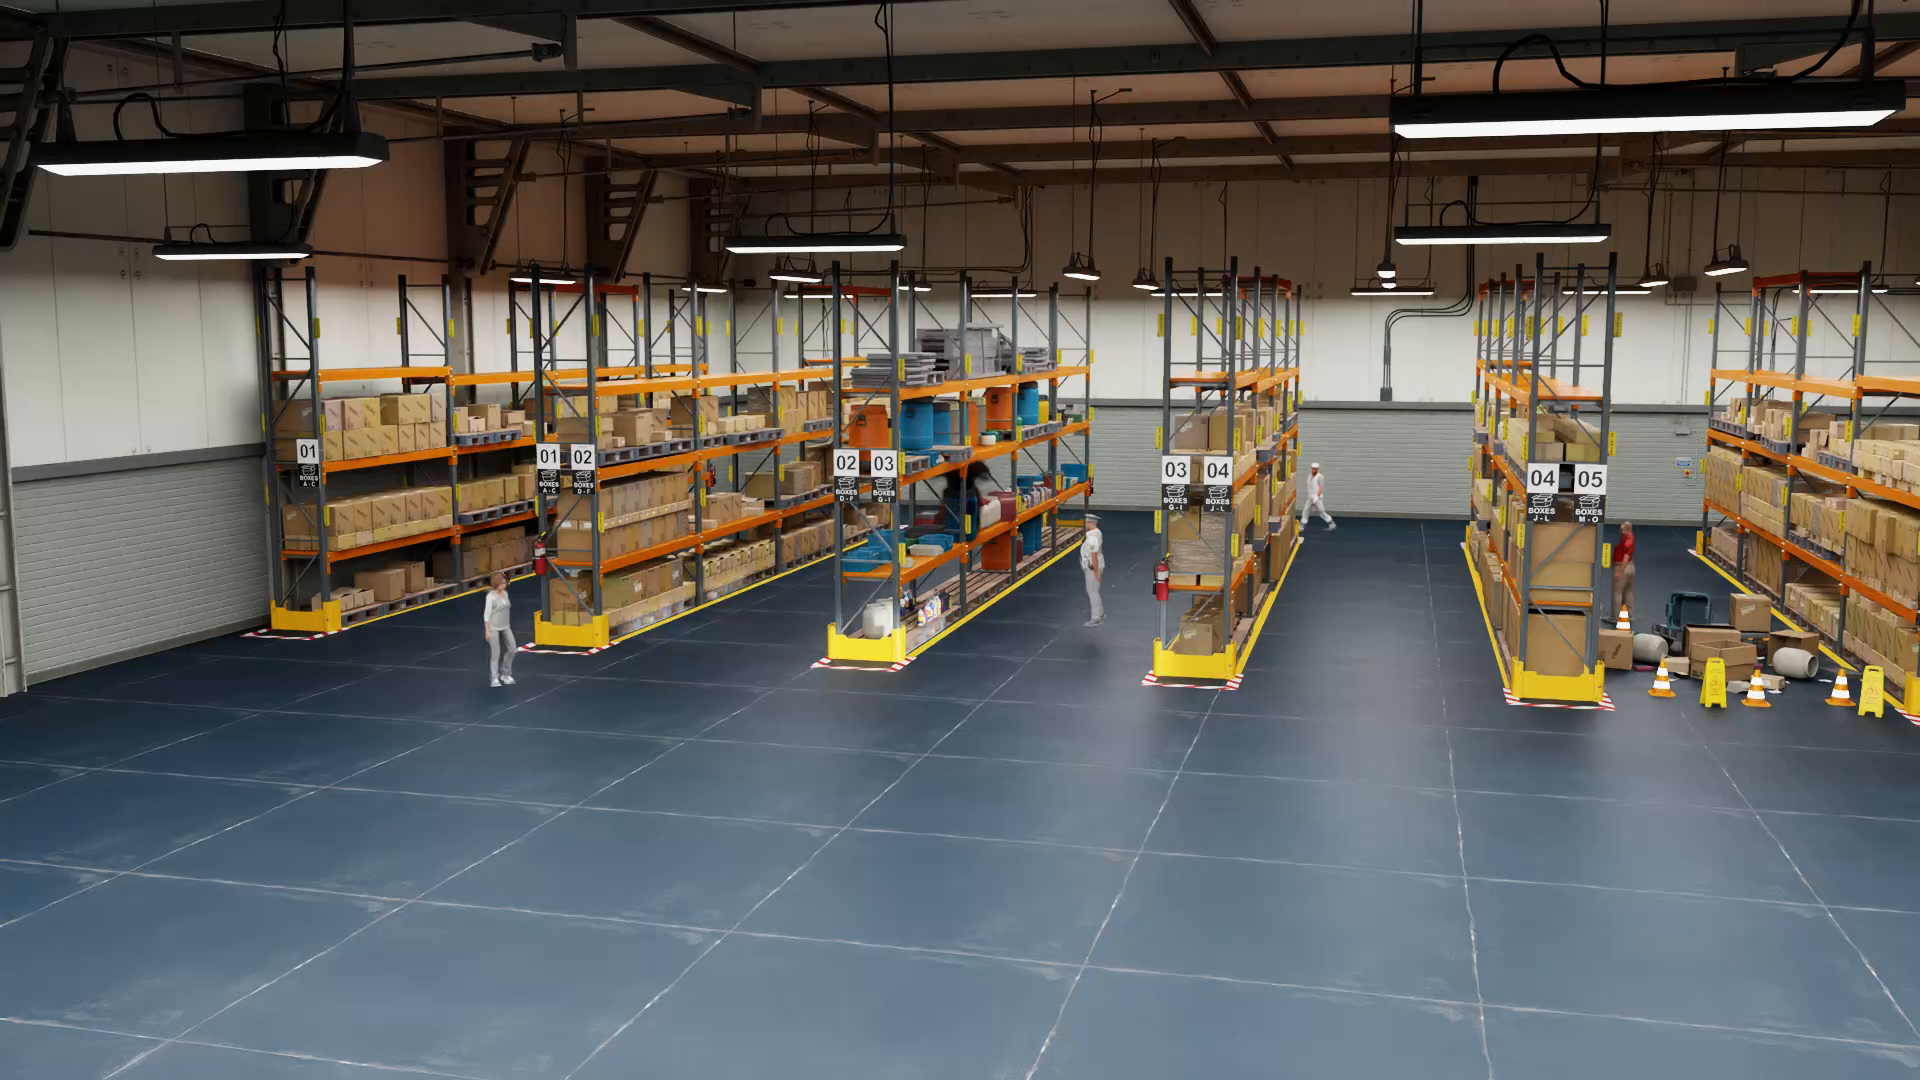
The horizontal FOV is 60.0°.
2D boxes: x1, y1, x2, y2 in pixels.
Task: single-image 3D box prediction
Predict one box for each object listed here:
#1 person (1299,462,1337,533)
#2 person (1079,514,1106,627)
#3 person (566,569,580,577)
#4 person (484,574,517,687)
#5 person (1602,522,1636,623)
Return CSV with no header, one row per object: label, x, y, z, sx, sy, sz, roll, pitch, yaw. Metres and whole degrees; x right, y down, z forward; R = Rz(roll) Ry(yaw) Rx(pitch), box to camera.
person,8.682,-1.026,40.710,1.083,1.754,0.615,-1,7,-9
person,2.111,0.512,26.467,0.429,1.844,0.615,1,7,6
person,-7.691,-0.110,33.282,0.506,1.789,0.590,1,7,7
person,-6.509,1.279,23.376,0.344,1.619,0.553,4,8,31
person,11.336,0.553,28.491,0.602,1.735,0.457,-7,10,-44
